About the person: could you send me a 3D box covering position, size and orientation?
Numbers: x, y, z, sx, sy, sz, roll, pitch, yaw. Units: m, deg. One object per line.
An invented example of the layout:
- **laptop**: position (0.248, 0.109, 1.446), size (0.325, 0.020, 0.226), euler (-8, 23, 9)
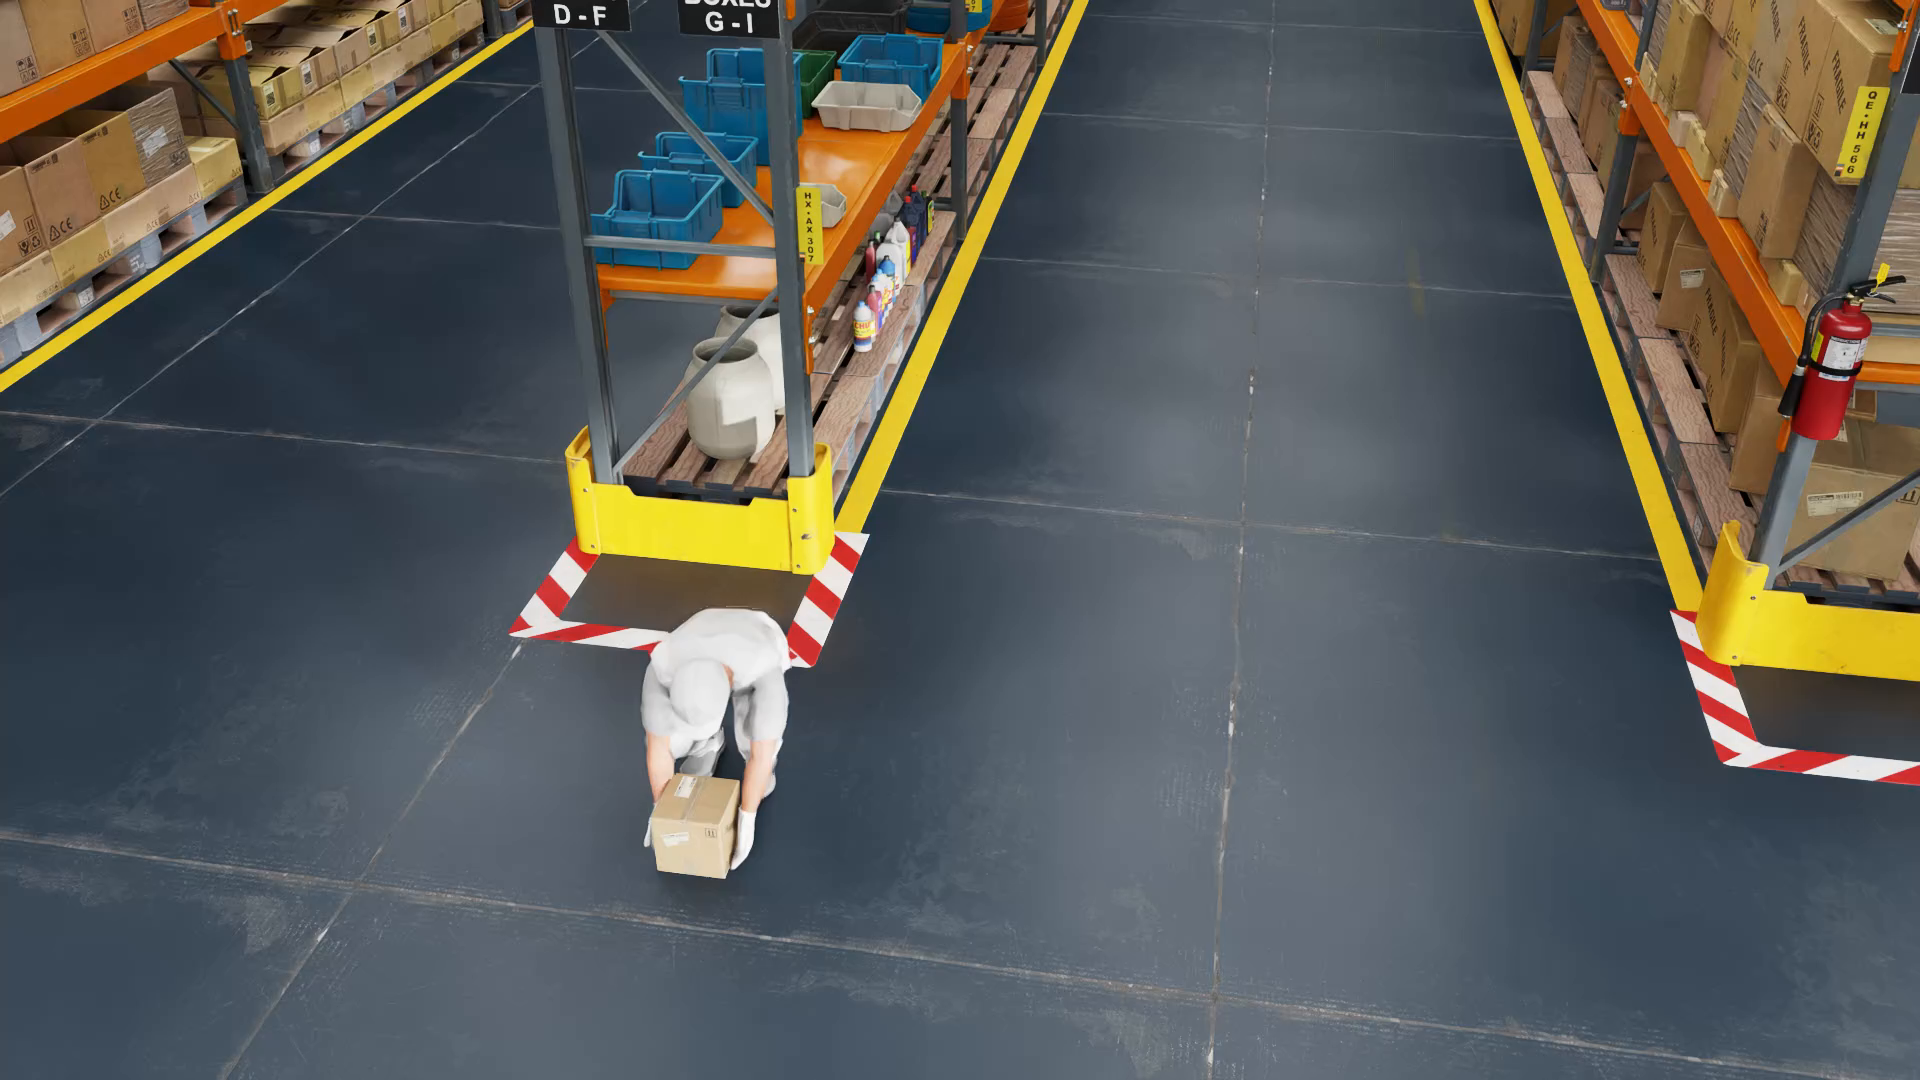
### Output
- **person**: position (-0.868, 0.602, 6.053), size (0.562, 0.878, 0.891), euler (5, 32, 8)
